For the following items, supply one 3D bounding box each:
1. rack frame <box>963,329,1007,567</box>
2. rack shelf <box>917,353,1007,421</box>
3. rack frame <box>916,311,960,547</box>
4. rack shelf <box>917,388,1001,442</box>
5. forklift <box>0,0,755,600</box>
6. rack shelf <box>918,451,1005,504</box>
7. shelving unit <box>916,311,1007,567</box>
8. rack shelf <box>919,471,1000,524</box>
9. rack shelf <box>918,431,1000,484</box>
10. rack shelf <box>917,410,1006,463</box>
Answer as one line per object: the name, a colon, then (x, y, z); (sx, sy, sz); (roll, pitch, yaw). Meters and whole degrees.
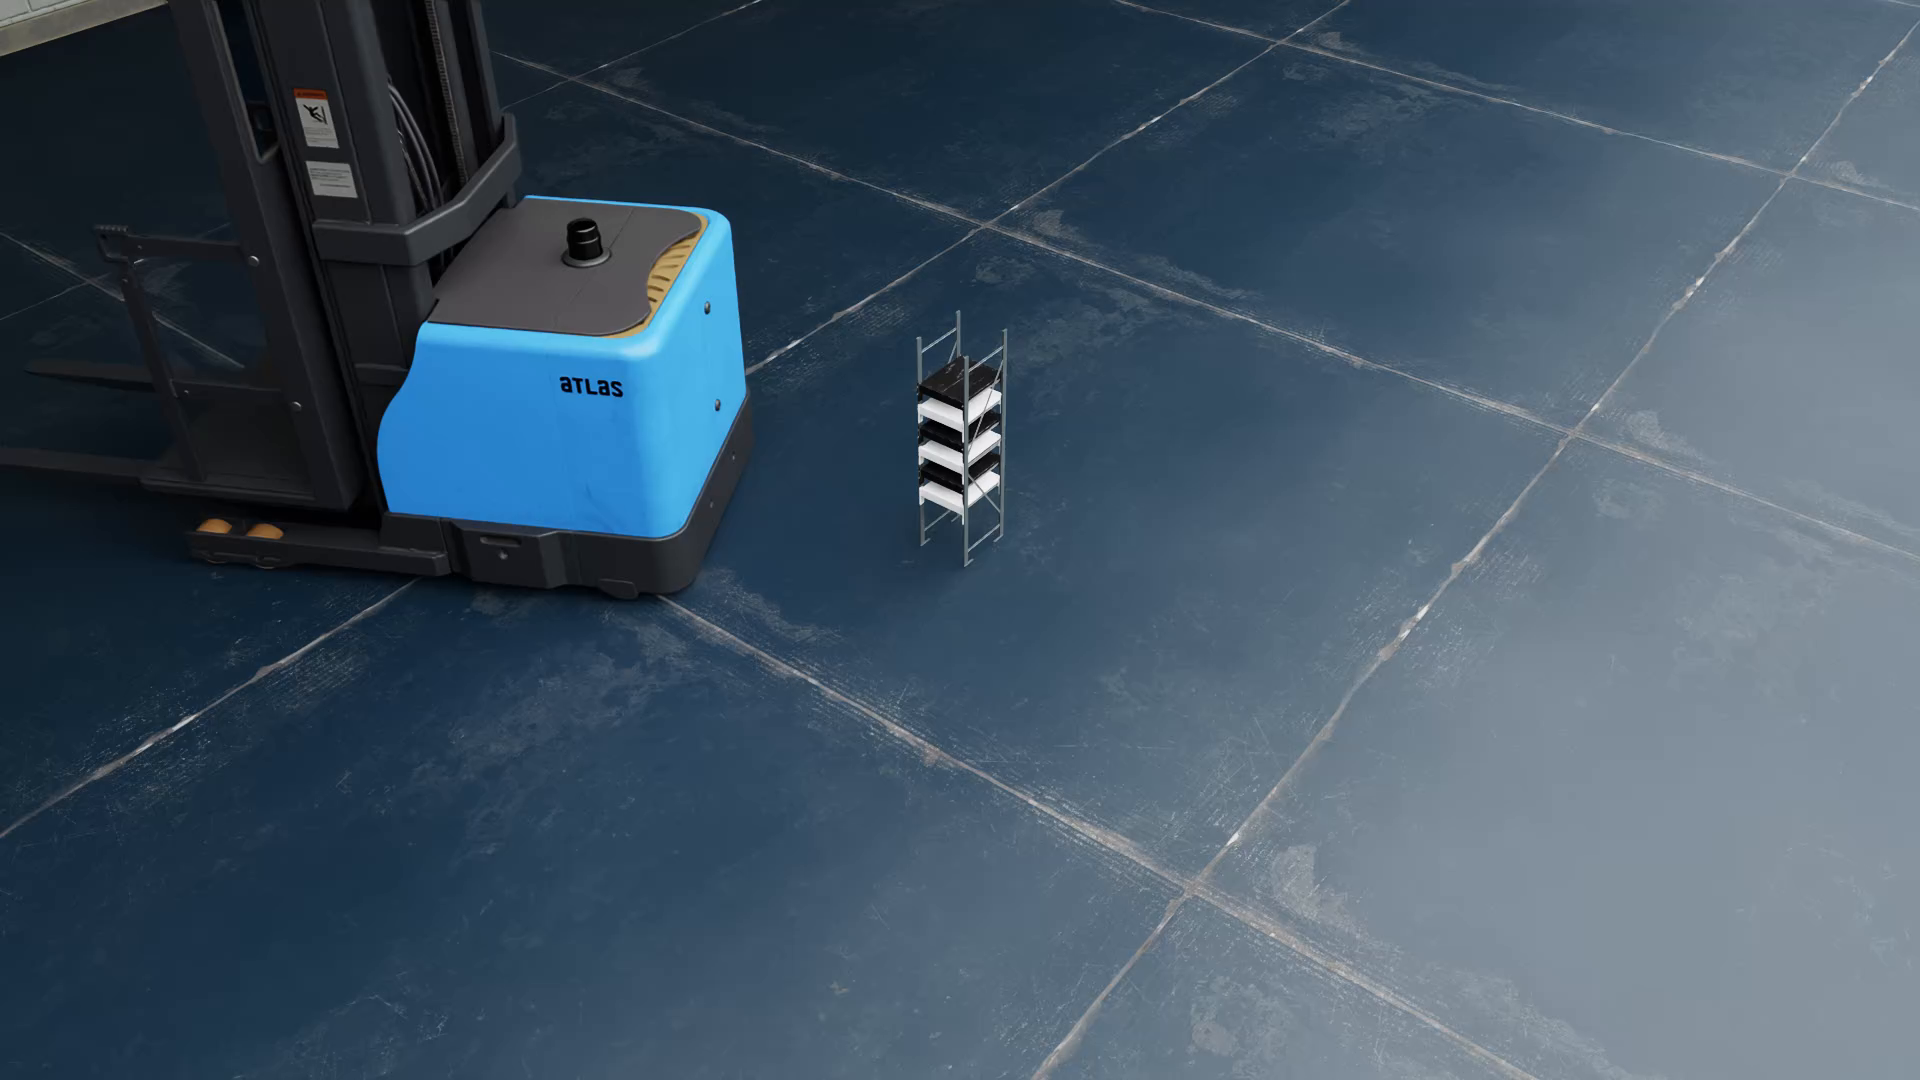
rack frame: (0.087, -0.313, 5.920); (0.006, 0.900, 0.240); (25, 45, 29)
rack shelf: (0.006, -0.538, 5.823); (0.200, 0.077, 0.258); (25, 45, 29)
rack frame: (-0.074, -0.389, 6.017); (0.006, 0.900, 0.240); (25, 45, 29)
rack shelf: (0.006, -0.467, 5.878); (0.200, 0.077, 0.258); (25, 45, 29)
forklift: (-2.382, -1.363, 5.613); (3.031, 2.935, 1.130); (6, 38, 7)
rack shelf: (0.006, -0.254, 6.045); (0.200, 0.077, 0.258); (25, 45, 29)
shelving unit: (0.006, -0.351, 5.969); (0.210, 0.900, 0.258); (25, 45, 29)
rack shelf: (0.006, -0.183, 6.100); (0.200, 0.077, 0.258); (25, 45, 29)
rack shelf: (0.006, -0.325, 5.989); (0.200, 0.077, 0.258); (25, 45, 29)
rack shelf: (0.006, -0.396, 5.934); (0.200, 0.077, 0.258); (25, 45, 29)
